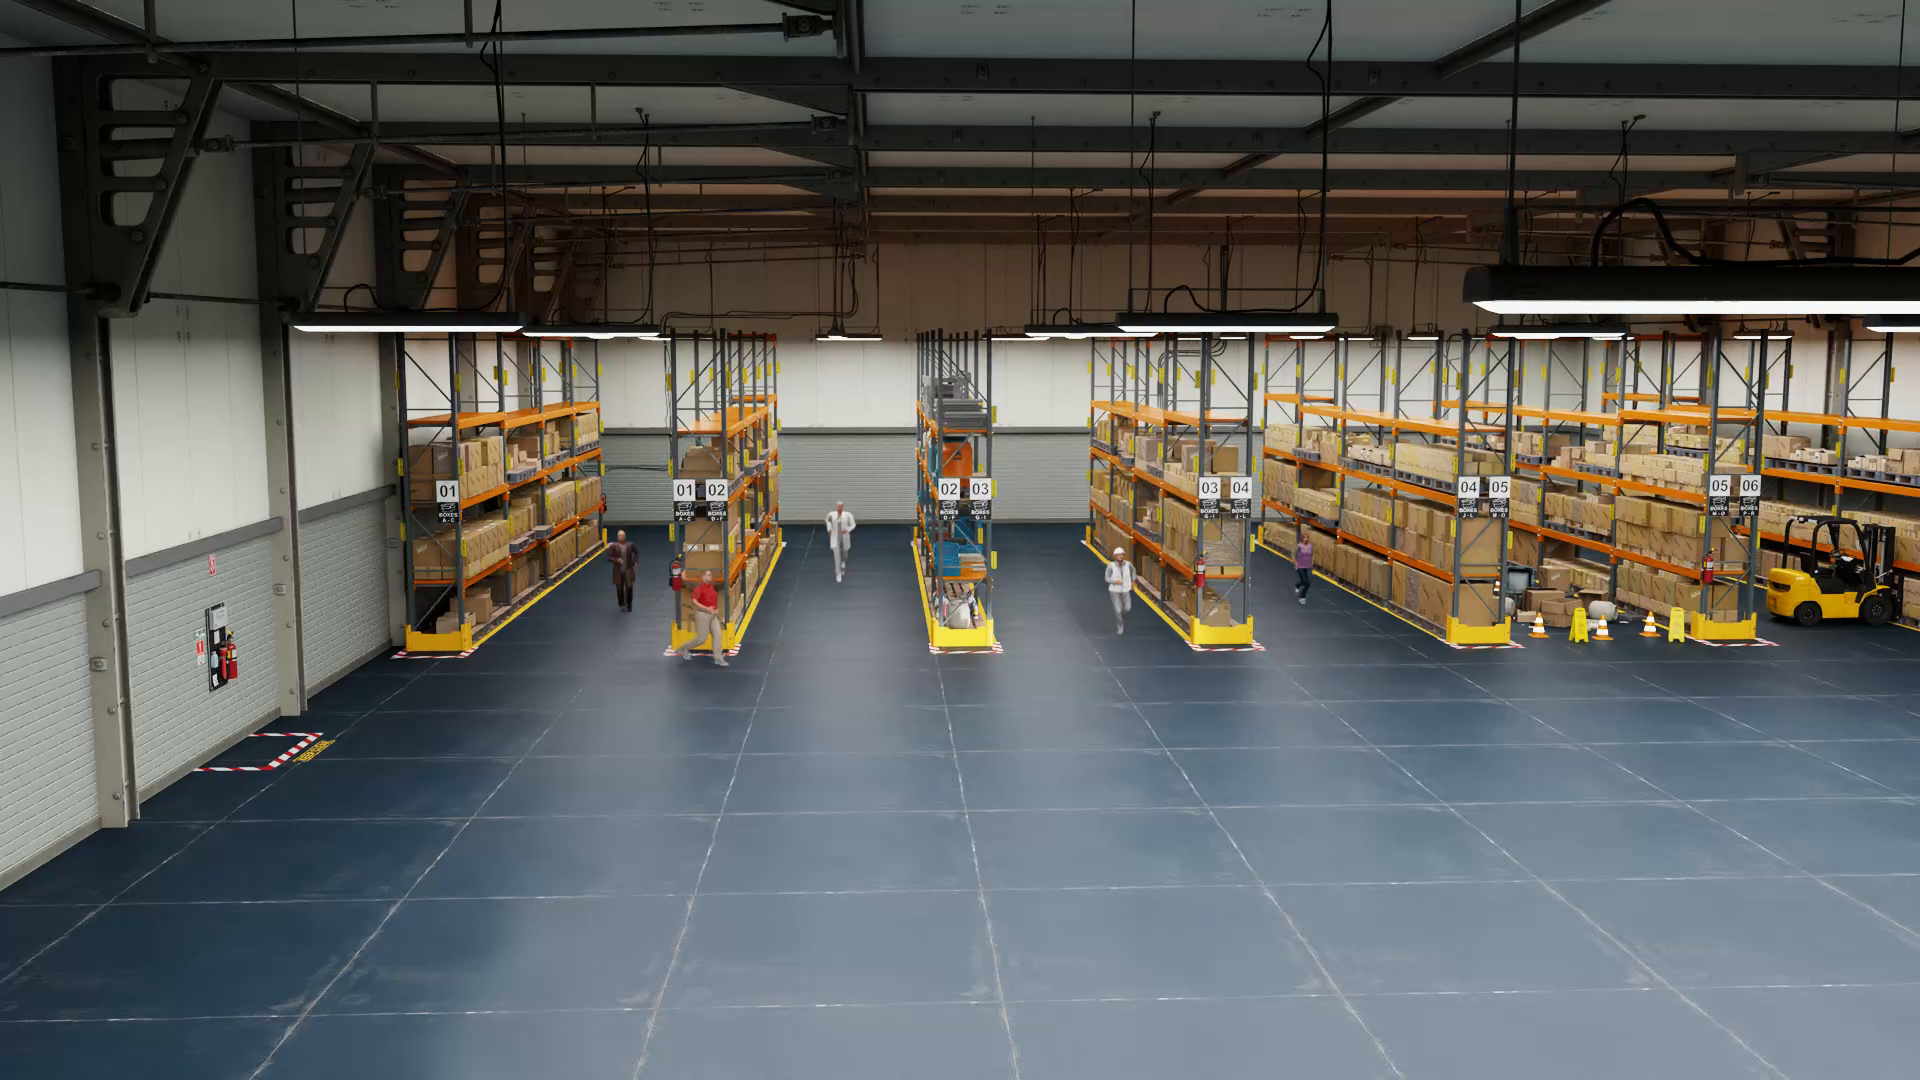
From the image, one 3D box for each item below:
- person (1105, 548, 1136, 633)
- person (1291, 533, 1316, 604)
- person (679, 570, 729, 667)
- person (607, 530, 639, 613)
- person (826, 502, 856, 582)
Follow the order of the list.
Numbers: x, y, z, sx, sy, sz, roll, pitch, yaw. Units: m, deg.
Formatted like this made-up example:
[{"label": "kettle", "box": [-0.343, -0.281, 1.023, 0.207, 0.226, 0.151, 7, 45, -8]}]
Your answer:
[{"label": "person", "box": [3.196, 1.002, 32.886, 0.691, 1.720, 0.630, -1, 7, -11]}, {"label": "person", "box": [7.624, 0.628, 36.859, 0.547, 1.565, 0.541, -1, 7, -10]}, {"label": "person", "box": [-4.527, 1.384, 29.684, 0.982, 1.721, 0.695, 3, 7, 23]}, {"label": "person", "box": [-7.156, 0.703, 35.378, 0.680, 1.720, 0.734, -2, 7, -14]}, {"label": "person", "box": [-2.773, 0.004, 38.766, 0.674, 1.816, 1.187, -1, 7, -7]}]
